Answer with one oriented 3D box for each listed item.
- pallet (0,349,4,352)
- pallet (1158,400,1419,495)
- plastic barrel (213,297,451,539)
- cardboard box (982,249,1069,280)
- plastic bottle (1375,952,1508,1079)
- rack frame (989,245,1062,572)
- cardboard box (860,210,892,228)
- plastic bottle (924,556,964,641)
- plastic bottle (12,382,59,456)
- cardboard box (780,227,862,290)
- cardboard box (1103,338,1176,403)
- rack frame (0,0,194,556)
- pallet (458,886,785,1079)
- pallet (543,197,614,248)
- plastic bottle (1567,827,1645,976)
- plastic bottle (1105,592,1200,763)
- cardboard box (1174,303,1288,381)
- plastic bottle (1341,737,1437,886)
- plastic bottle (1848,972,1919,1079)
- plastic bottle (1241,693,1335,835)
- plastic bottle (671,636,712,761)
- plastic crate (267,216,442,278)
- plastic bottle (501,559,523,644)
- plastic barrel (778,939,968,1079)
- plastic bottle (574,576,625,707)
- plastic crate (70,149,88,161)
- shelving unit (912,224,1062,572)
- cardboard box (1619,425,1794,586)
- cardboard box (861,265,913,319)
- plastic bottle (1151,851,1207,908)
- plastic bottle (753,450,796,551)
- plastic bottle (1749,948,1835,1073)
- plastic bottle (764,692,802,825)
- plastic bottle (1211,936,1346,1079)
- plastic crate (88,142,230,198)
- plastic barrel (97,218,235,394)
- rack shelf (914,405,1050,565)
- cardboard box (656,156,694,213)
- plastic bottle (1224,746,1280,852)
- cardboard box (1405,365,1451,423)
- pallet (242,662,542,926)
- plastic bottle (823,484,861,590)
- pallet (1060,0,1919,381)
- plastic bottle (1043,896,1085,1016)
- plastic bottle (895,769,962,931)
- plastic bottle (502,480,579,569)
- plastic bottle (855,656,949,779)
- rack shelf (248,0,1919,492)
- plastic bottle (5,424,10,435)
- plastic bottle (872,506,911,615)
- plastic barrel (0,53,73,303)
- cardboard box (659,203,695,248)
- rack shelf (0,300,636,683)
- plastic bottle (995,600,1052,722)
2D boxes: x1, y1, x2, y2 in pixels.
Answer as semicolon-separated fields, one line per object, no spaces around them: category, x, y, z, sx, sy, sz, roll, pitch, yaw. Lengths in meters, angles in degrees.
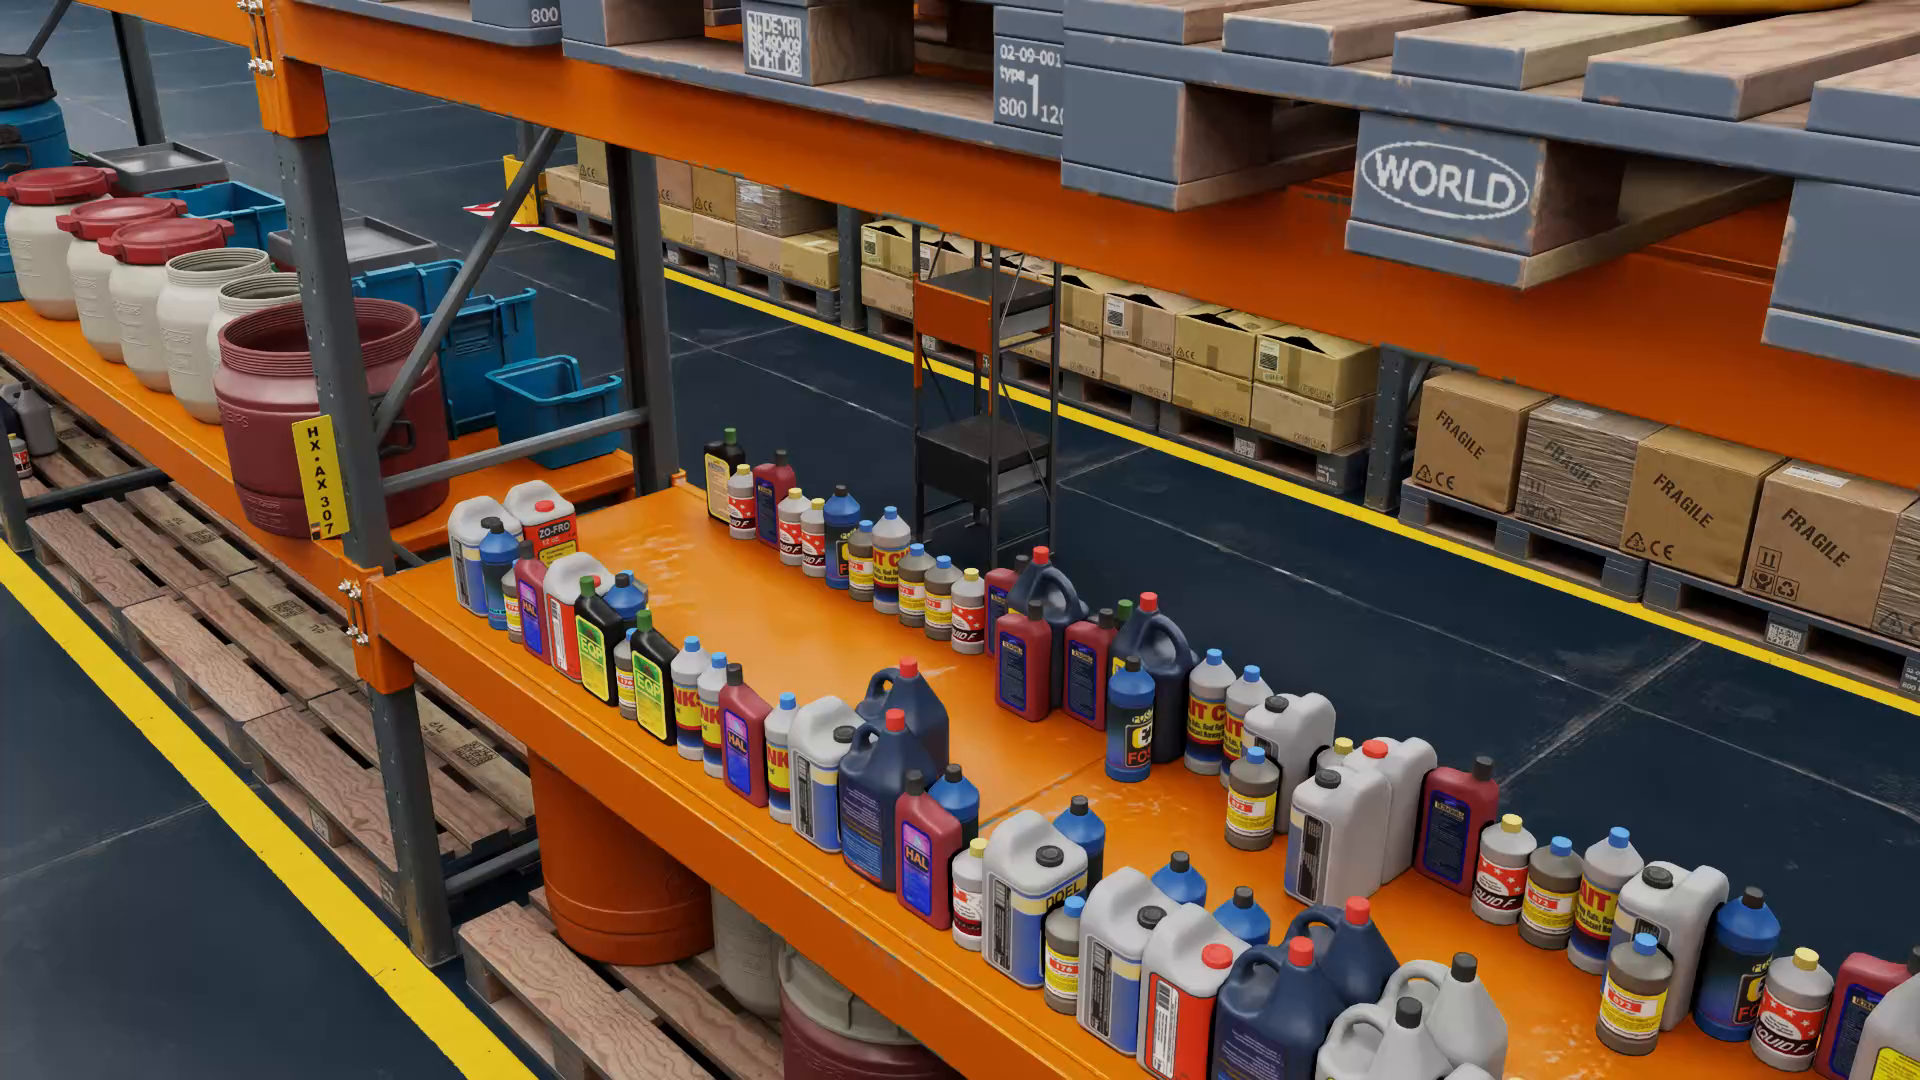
pallet;-6.080;-1.140;9.995;1.003;0.211;1.213;-21;32;-38
pallet;1.834;-0.638;8.895;1.003;0.211;1.213;-21;32;-38
plastic barrel;-1.788;-0.359;4.759;0.600;0.536;0.708;-21;32;-38
cardboard box;0.428;-1.548;9.661;0.500;0.311;0.500;23;33;40
plastic bottle;0.722;0.765;2.518;0.144;0.351;0.185;-21;32;-38
rack frame;0.280;-0.831;7.042;0.400;2.100;0.015;-21;32;-38
cardboard box;-0.454;-2.369;11.232;0.500;0.500;0.500;-21;32;-38
plastic bottle;-0.039;0.137;4.076;0.097;0.201;0.097;0;25;0
plastic bottle;-4.529;-0.603;8.120;0.144;0.351;0.185;-21;32;-38
cardboard box;-0.842;-1.877;11.057;0.500;0.250;0.500;-21;32;-38
cardboard box;1.134;-0.985;9.102;0.500;0.250;0.500;-20;31;-37
rack frame;-3.984;-1.454;7.324;1.000;3.000;0.127;-21;32;-38
pallet;-0.680;1.253;4.748;1.003;0.211;1.213;-21;32;-38
pallet;-2.546;-2.582;13.155;1.003;0.211;1.213;-21;32;-38
plastic bottle;1.137;0.626;2.919;0.097;0.271;0.097;0;25;0
plastic bottle;0.415;0.284;3.572;0.144;0.351;0.185;-21;32;-38
cardboard box;1.471;-1.086;8.648;0.500;0.311;0.500;-22;32;-39
plastic bottle;0.813;0.497;3.196;0.152;0.276;0.135;-21;32;-38
plastic bottle;1.453;0.781;2.483;0.144;0.351;0.185;-21;32;-38
plastic bottle;0.655;0.427;3.350;0.152;0.276;0.135;-21;32;-38
plastic bottle;-0.566;0.332;3.562;0.097;0.271;0.097;0;25;0
plastic crate;-2.131;-0.848;5.917;0.402;0.464;0.583;-21;32;-38
plastic bottle;-1.064;0.143;4.061;0.097;0.201;0.097;0;25;0
plastic barrel;-0.131;1.149;4.016;0.600;0.588;0.708;-21;32;-38
plastic bottle;-0.815;0.227;3.778;0.061;0.283;0.133;-21;32;-38
plastic crate;-4.706;-1.849;8.445;0.450;0.188;0.662;-21;32;-38
shelving unit;0.113;-0.905;7.204;0.431;2.100;0.503;-21;32;-38
cardboard box;3.172;-0.180;7.012;0.500;0.500;0.500;-22;32;-39
cardboard box;-0.271;-1.606;10.463;0.500;0.250;0.500;-22;33;-40
plastic bottle;0.371;0.655;2.855;0.097;0.271;0.097;0;25;0
plastic bottle;-0.504;-0.118;4.535;0.061;0.283;0.133;-21;32;-38
plastic bottle;1.362;0.758;2.715;0.097;0.201;0.097;0;25;0
plastic bottle;-0.341;0.432;3.345;0.097;0.271;0.097;0;25;0
plastic bottle;0.491;0.750;2.551;0.144;0.351;0.185;-21;32;-38
plastic crate;-3.429;-1.423;7.179;0.402;0.464;0.583;-21;32;-38
plastic barrel;-2.693;-0.811;5.749;0.433;0.535;0.433;0;25;0
rack shelf;0.113;-0.256;7.500;0.431;0.518;0.480;-21;32;-38
cardboard box;-1.872;-2.671;11.893;0.500;0.500;0.500;-21;32;-38
plastic bottle;0.576;0.502;3.275;0.097;0.201;0.097;0;25;0
cardboard box;2.225;-0.828;8.759;0.500;0.250;0.500;-21;32;-39
pallet;-1.751;0.781;5.785;1.003;0.211;1.213;-21;32;-38
plastic bottle;-0.306;-0.013;4.320;0.097;0.271;0.097;0;25;0
pallet;0.877;-0.519;1.887;1.213;0.211;1.003;-21;32;-38
plastic bottle;0.193;0.701;2.840;0.097;0.201;0.097;0;25;0
plastic bottle;-0.057;0.563;3.042;0.061;0.283;0.133;-21;32;-38
plastic bottle;-1.079;-0.006;4.299;0.152;0.276;0.135;-21;32;-38
plastic bottle;-0.117;0.389;3.343;0.144;0.351;0.185;-21;32;-38
rack shelf;0.117;-0.674;2.866;1.077;0.370;4.000;-21;32;-38
plastic bottle;-4.553;-0.471;7.911;0.061;0.283;0.133;-19;31;-36
plastic bottle;-0.172;0.046;4.191;0.097;0.271;0.097;0;25;0
plastic barrel;-3.941;-1.479;6.775;0.600;0.901;0.708;-21;32;-38
cardboard box;-1.871;-2.330;12.050;0.500;0.250;0.500;-21;32;-38
rack shelf;-2.617;-0.521;6.145;1.077;0.370;4.000;-21;32;-38
plastic bottle;0.140;0.255;3.717;0.061;0.283;0.133;-21;32;-38
